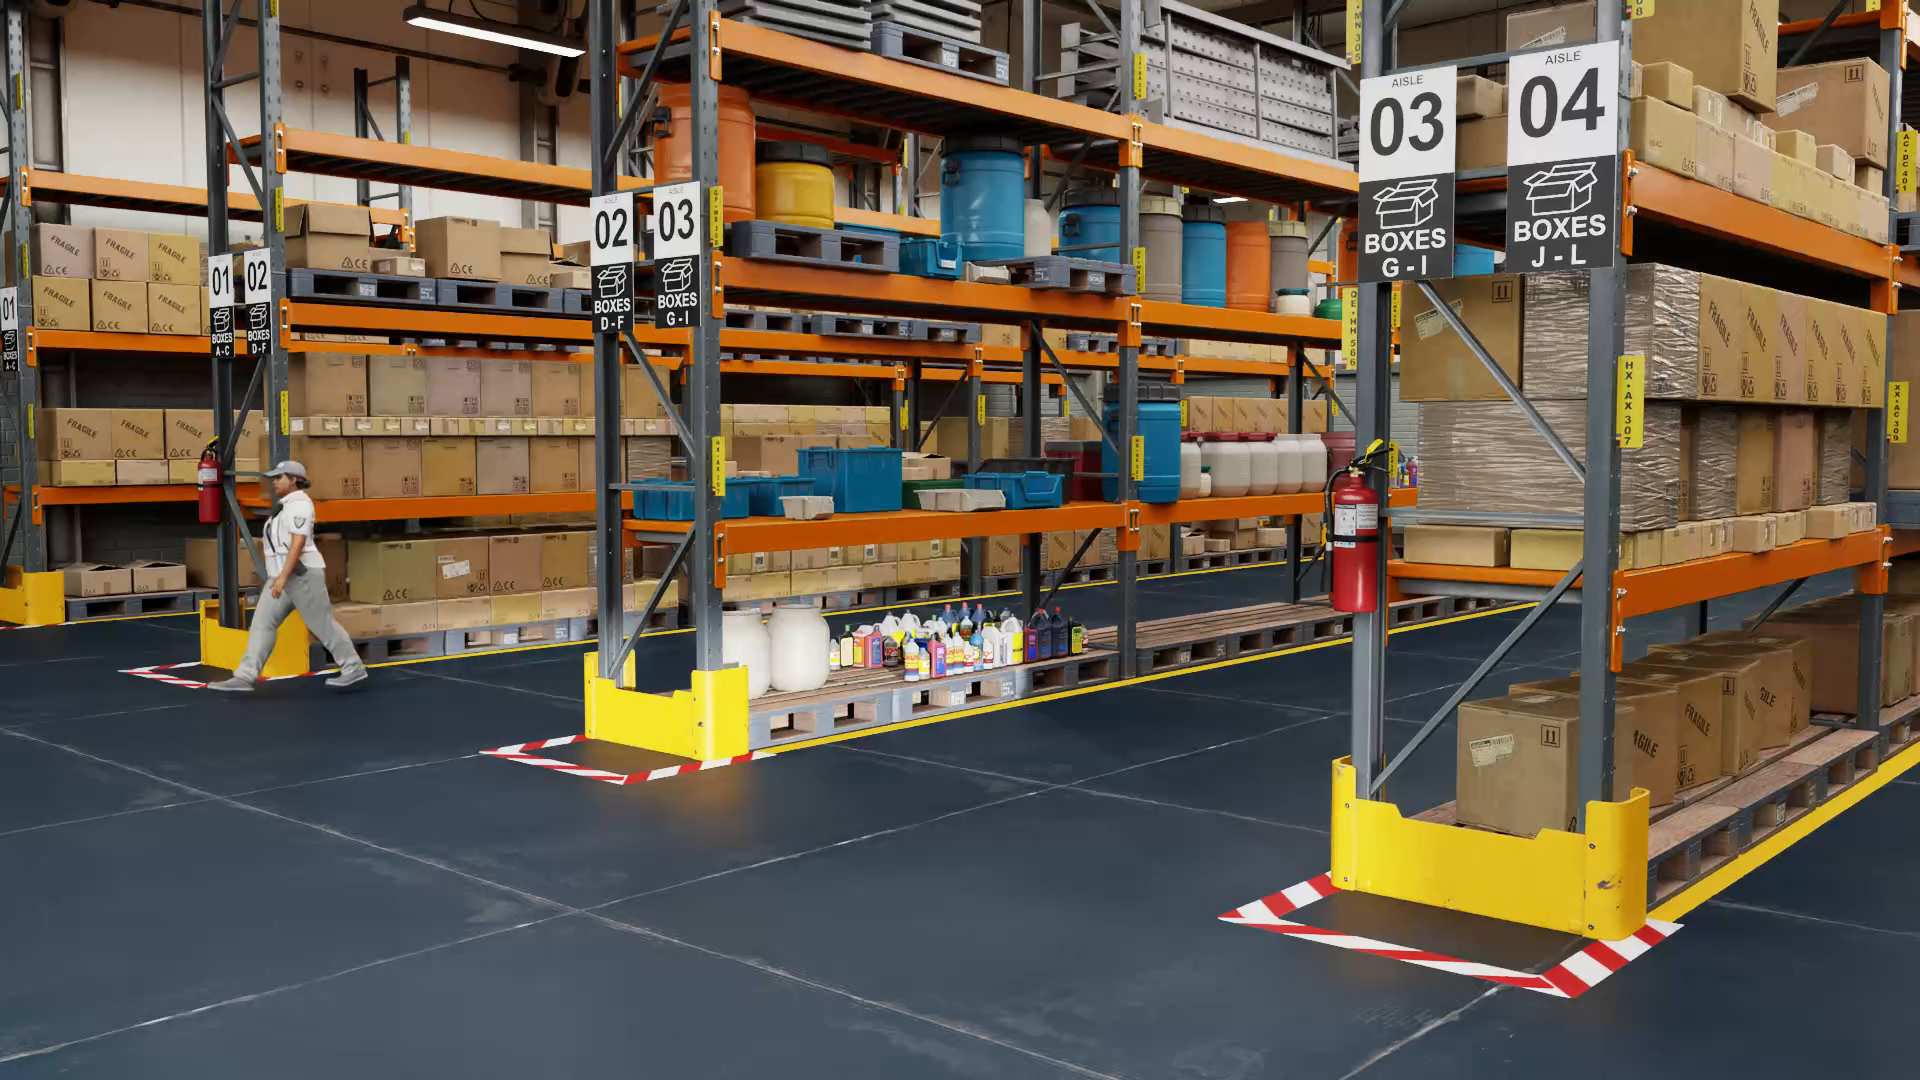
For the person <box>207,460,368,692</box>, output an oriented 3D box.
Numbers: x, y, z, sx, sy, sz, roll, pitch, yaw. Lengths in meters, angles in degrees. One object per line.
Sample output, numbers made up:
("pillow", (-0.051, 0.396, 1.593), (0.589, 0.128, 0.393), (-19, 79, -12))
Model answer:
("person", (-4.675, 0.249, 11.540), (1.021, 1.602, 0.518), (-3, 4, -35))
